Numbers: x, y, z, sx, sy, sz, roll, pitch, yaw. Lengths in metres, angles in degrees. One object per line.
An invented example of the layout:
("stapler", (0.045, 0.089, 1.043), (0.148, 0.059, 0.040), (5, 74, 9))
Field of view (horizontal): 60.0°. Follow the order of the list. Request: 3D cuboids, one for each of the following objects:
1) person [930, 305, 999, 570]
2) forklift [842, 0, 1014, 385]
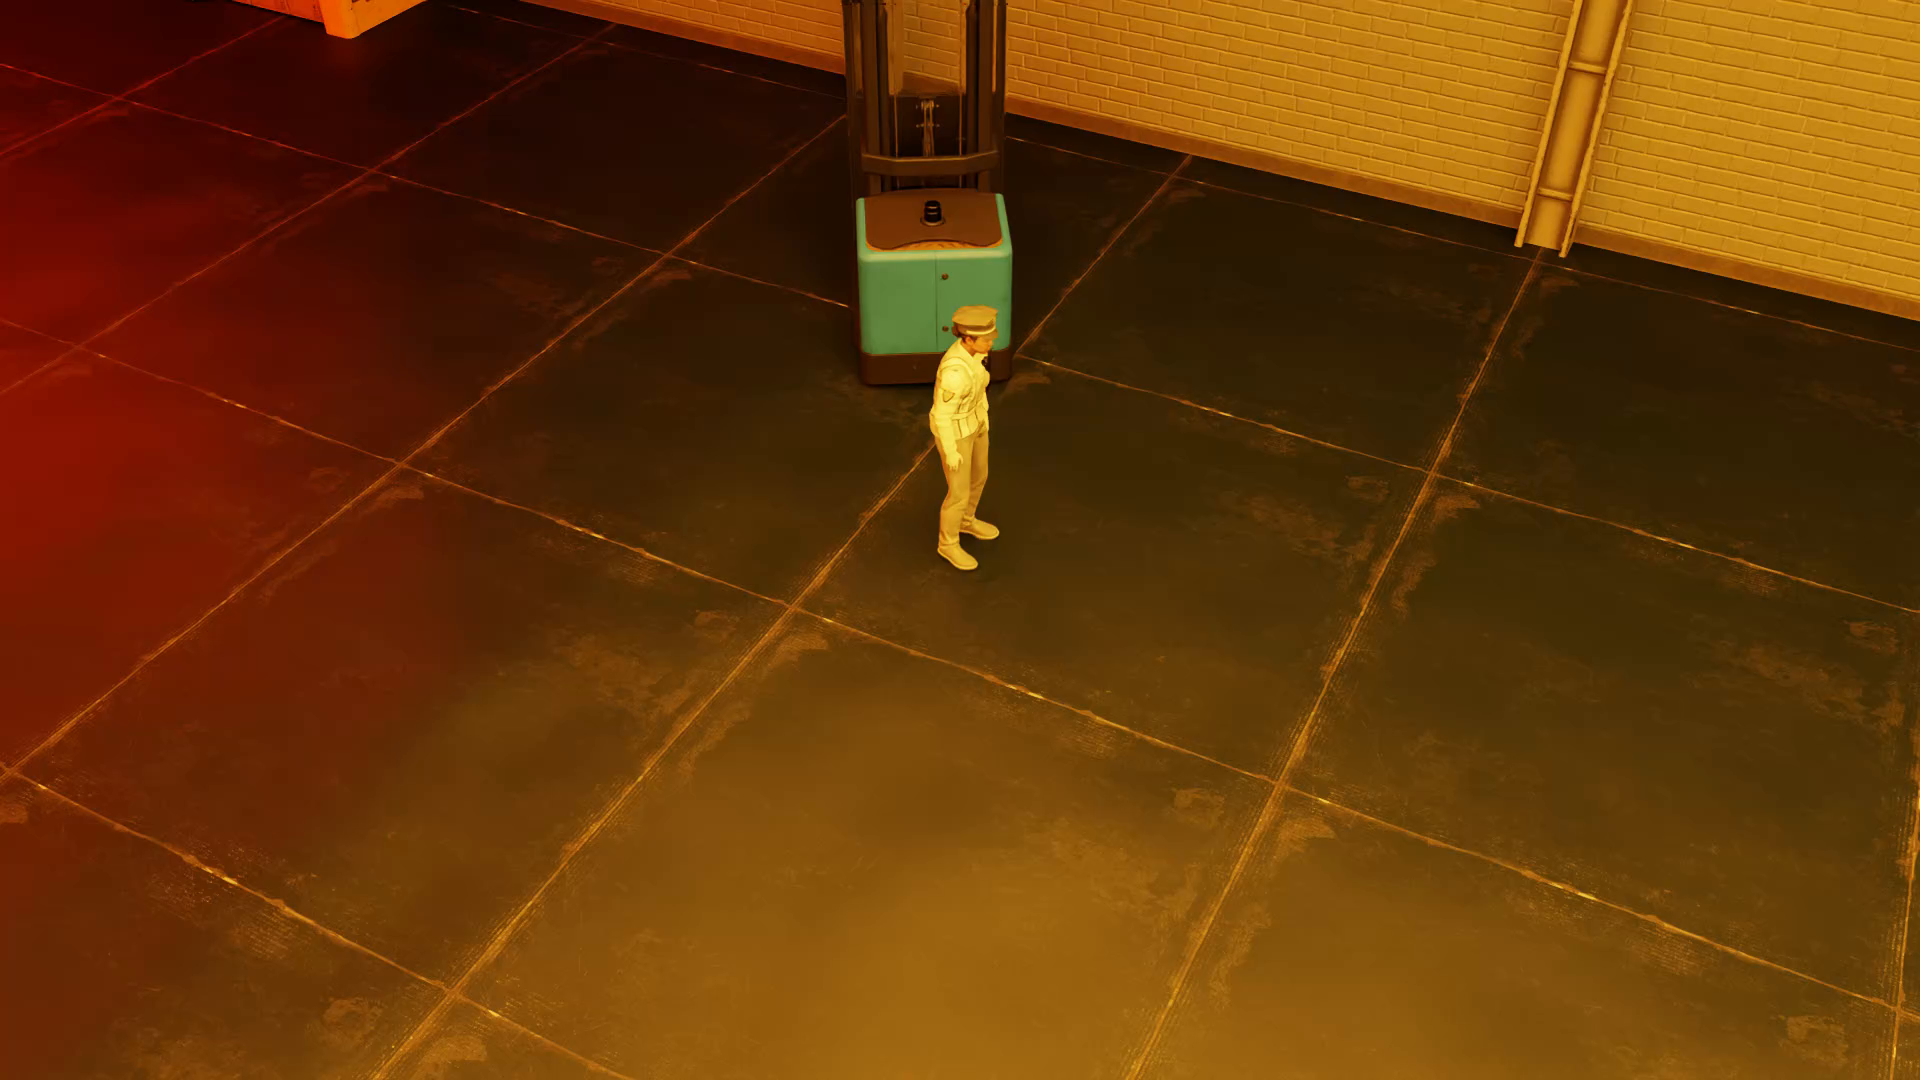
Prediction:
("person", (0.031, -0.632, 9.724), (0.372, 1.663, 0.529), (17, 43, 19))
("forklift", (-0.252, -3.123, 11.695), (1.130, 2.935, 3.031), (-2, 40, -3))
